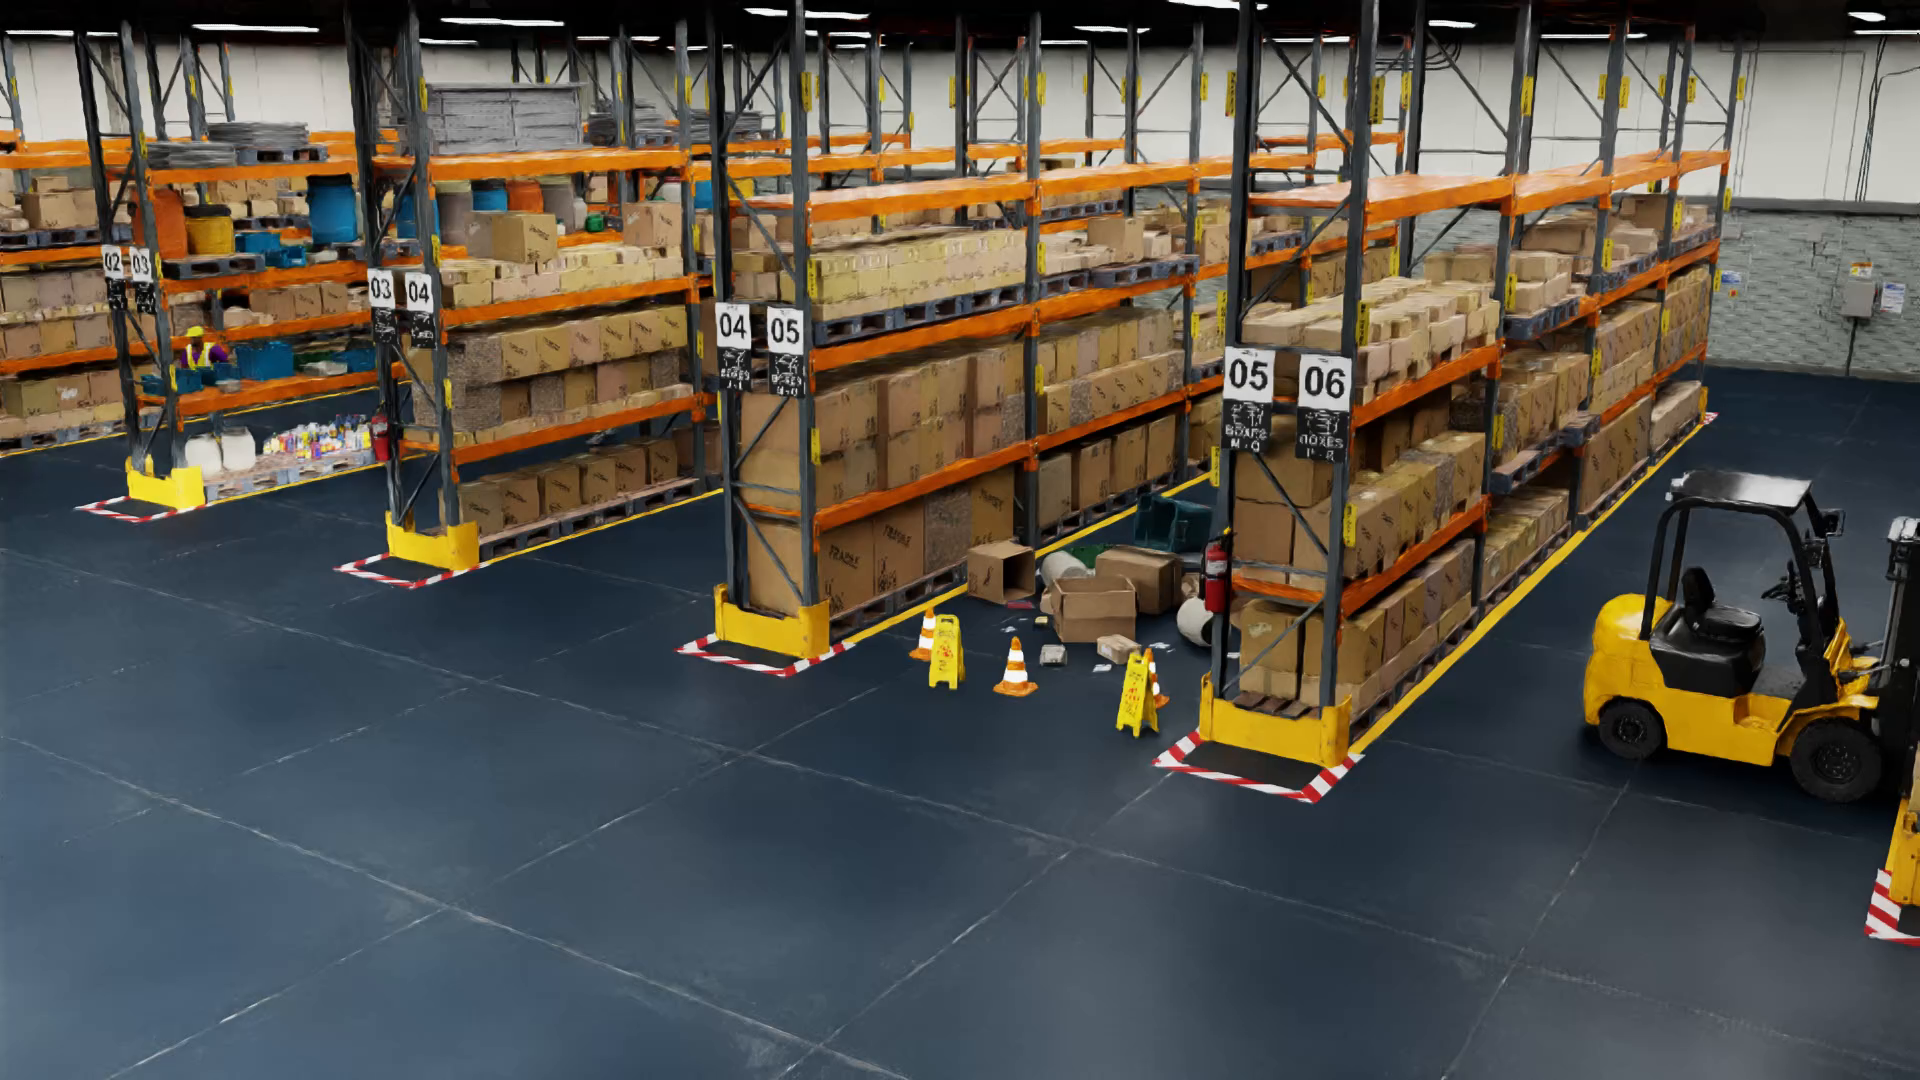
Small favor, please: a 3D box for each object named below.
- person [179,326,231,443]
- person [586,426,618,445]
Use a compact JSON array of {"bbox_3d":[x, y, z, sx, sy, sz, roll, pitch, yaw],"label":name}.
[{"bbox_3d":[-10.977,-2.297,24.280,0.705,1.700,0.828,4,16,14],"label":"person"},{"bbox_3d":[-5.290,-2.279,24.160,0.554,1.723,1.031,7,17,23],"label":"person"}]
